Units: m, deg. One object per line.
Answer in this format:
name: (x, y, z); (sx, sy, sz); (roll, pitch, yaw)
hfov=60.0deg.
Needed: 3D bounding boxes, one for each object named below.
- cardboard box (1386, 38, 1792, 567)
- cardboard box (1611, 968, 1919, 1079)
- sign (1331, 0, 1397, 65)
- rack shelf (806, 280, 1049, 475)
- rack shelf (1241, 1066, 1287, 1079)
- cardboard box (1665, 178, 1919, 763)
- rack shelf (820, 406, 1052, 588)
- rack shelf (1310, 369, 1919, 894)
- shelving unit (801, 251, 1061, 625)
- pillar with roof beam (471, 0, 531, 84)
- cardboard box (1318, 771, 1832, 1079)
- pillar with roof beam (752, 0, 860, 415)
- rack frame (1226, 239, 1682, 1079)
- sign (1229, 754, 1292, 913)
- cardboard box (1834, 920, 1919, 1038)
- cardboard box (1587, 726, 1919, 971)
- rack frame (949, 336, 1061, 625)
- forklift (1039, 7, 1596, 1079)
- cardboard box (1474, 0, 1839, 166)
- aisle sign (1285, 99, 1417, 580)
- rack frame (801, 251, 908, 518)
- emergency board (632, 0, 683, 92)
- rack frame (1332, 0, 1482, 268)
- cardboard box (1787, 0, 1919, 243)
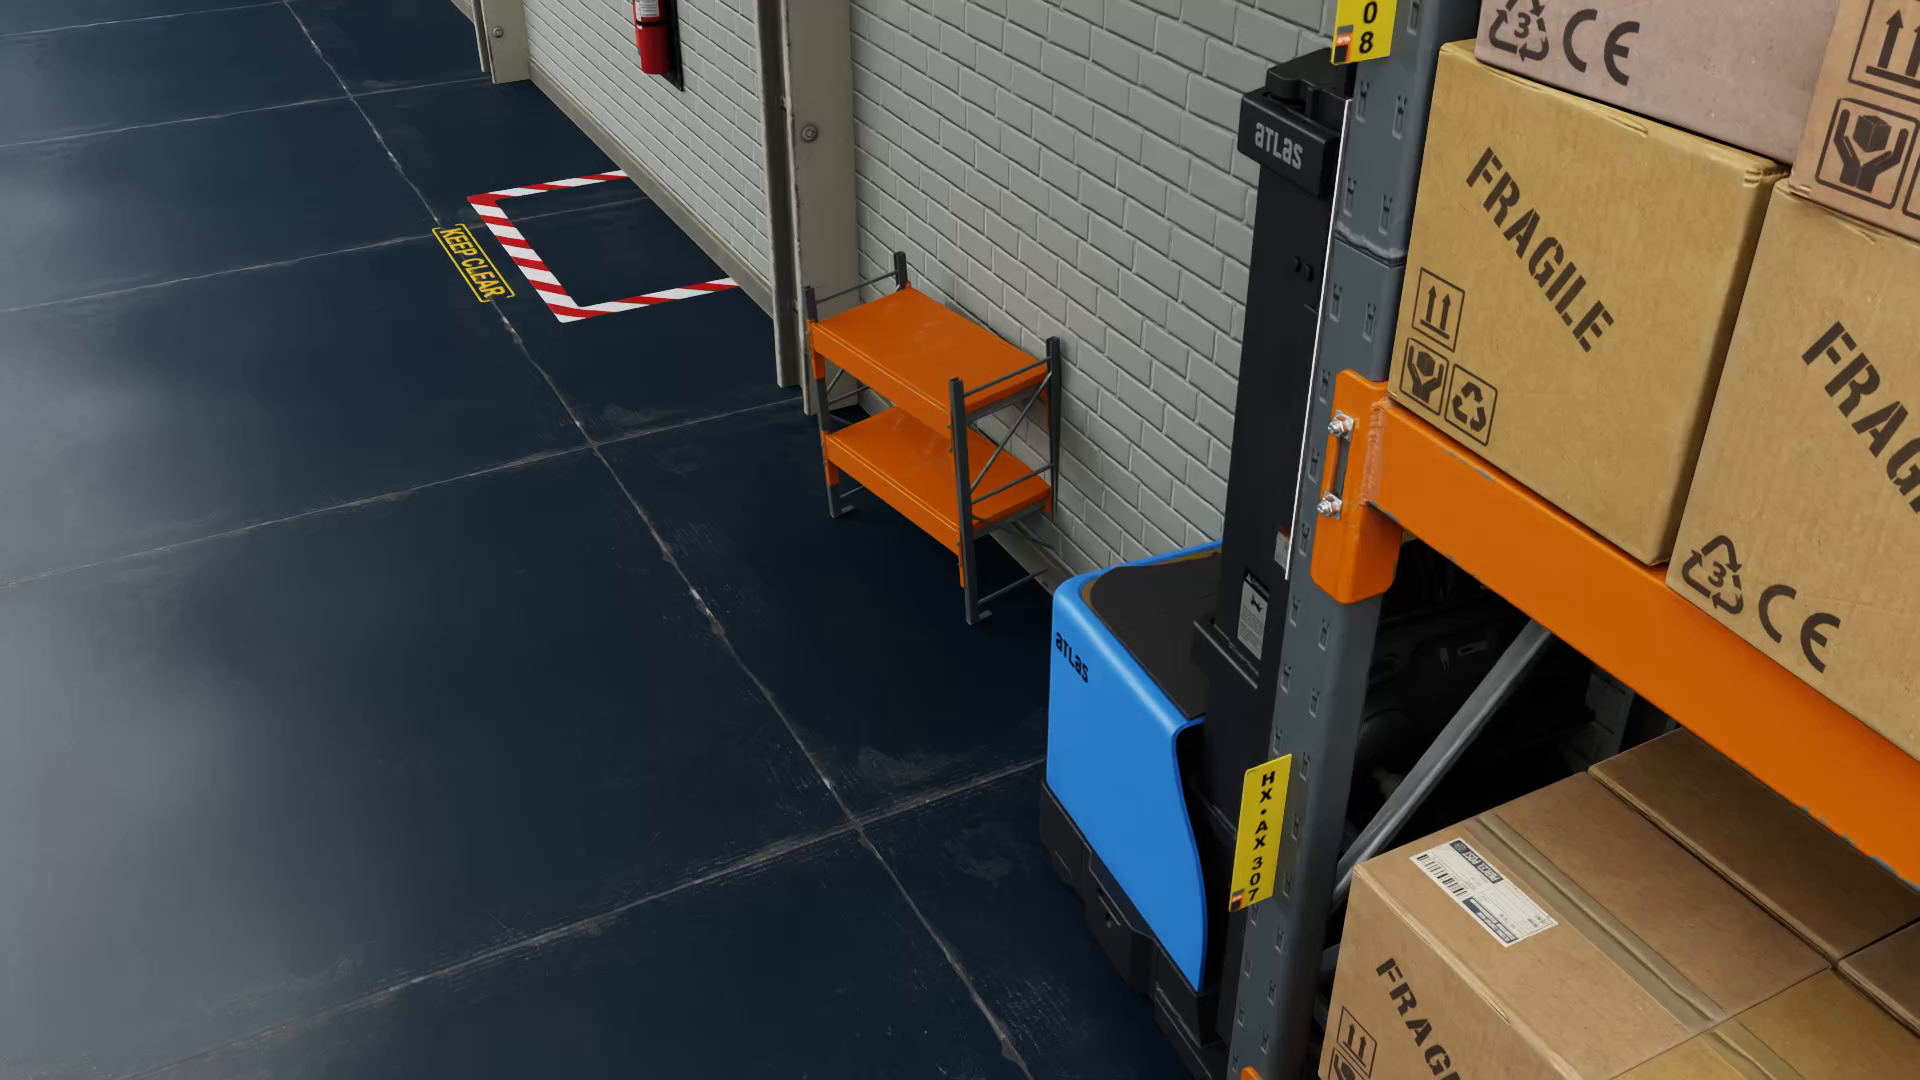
cardboard box: (0.935, -0.354, 2.130); (0.500, 0.500, 0.500); (-15, 36, -22)
cardboard box: (1.178, 1.018, 2.306); (0.500, 0.500, 0.500); (-16, 36, -23)
sign: (0.520, -0.758, 2.061); (0.100, 0.325, 0.005); (-16, 36, -23)
rack shelf: (-0.119, -0.675, 6.686); (0.538, 0.278, 1.000); (-26, 41, -27)
rack shelf: (1.932, 1.994, 2.023); (1.077, 0.370, 4.000); (-16, 36, -23)
cardboard box: (1.154, -0.089, 1.716); (0.500, 0.500, 0.500); (-13, 35, -20)
rack shelf: (-0.086, -0.237, 6.996); (0.538, 0.278, 1.000); (-26, 41, -27)
rack shelf: (1.932, 0.731, 1.214); (1.077, 0.370, 4.000); (-16, 36, -23)
shelving unit: (-0.101, -0.436, 6.855); (0.538, 1.125, 1.048); (-26, 41, -27)
pillar with roof beam: (-7.312, -6.317, 8.767); (9.100, 9.000, 0.400); (-16, 36, -23)
cardboard box: (0.957, 0.779, 2.678); (0.500, 0.500, 0.500); (-16, 36, -23)
pillar with roof beam: (-4.514, -3.453, 4.298); (9.100, 9.000, 0.400); (-16, 36, -23)
rack frame: (1.000, 0.737, 3.319); (1.000, 3.000, 0.127); (-16, 36, -23)
sign: (0.520, 0.509, 2.872); (0.100, 0.325, 0.005); (-16, 36, -23)
cardboard box: (1.634, 0.890, 2.505); (0.500, 0.500, 0.500); (-15, 36, -22)
cardboard box: (1.408, 0.647, 2.884); (0.500, 0.500, 0.500); (-16, 36, -24)
rack frame: (0.202, -0.215, 6.511); (0.500, 1.125, 0.032); (-26, 41, -27)
forklift: (1.319, 0.417, 3.882); (1.130, 2.935, 3.031); (-13, 35, -20)
cardboard box: (0.965, -0.753, 1.826); (0.500, 0.500, 0.500); (-19, 37, -26)
aisle sign: (0.701, -0.317, 2.554); (0.394, 0.787, 0.004); (-16, 36, -23)
rack frame: (-0.404, -0.657, 7.198); (0.500, 1.125, 0.032); (-26, 41, -27)
emergency board: (-1.824, -3.199, 9.462); (0.194, 1.169, 0.643); (-16, 36, -23)
rack frame: (1.000, -1.789, 1.701); (1.000, 3.000, 0.127); (-16, 36, -23)
cardboard box: (1.154, -0.501, 1.432); (0.500, 0.500, 0.500); (-16, 36, -24)
